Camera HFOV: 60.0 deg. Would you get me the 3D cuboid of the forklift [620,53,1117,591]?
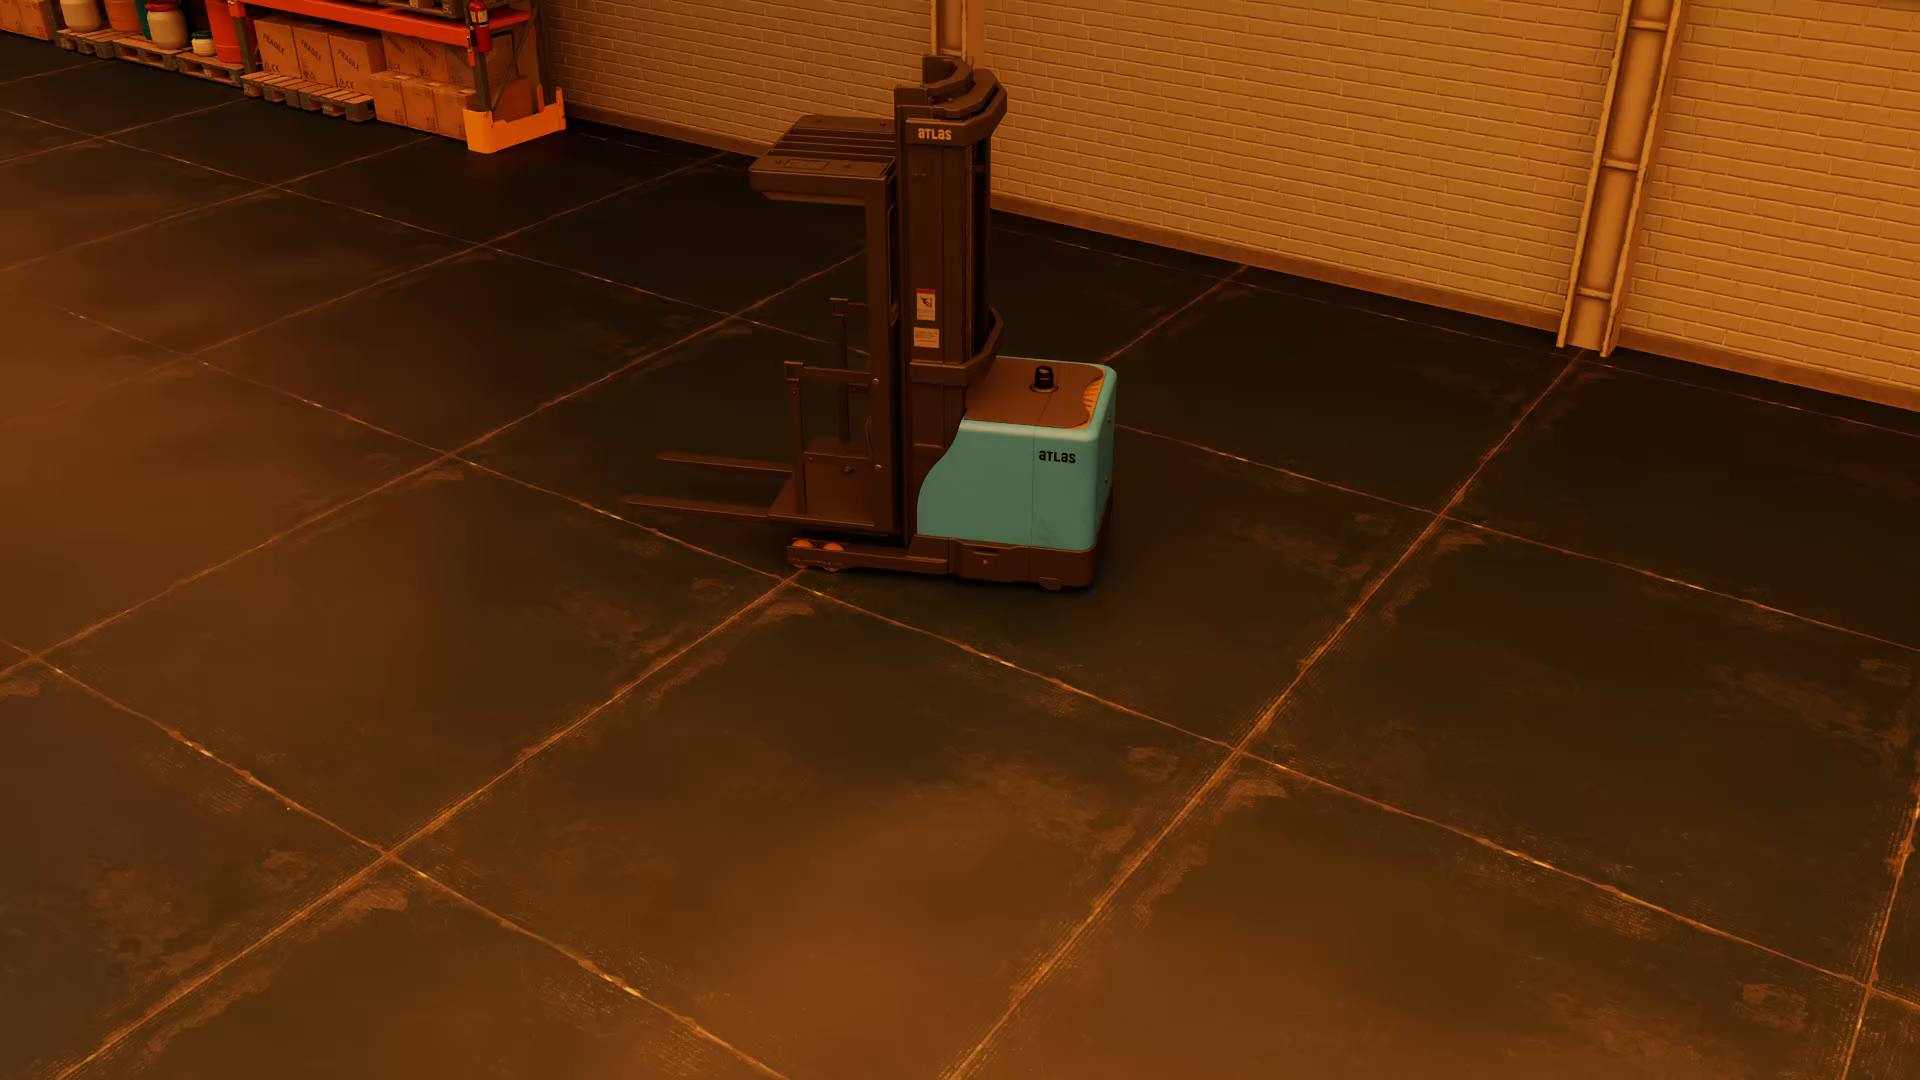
[{"bbox_3d":[-0.596,-1.330,9.871,3.031,2.935,1.130,6,31,10],"label":"forklift"}]
